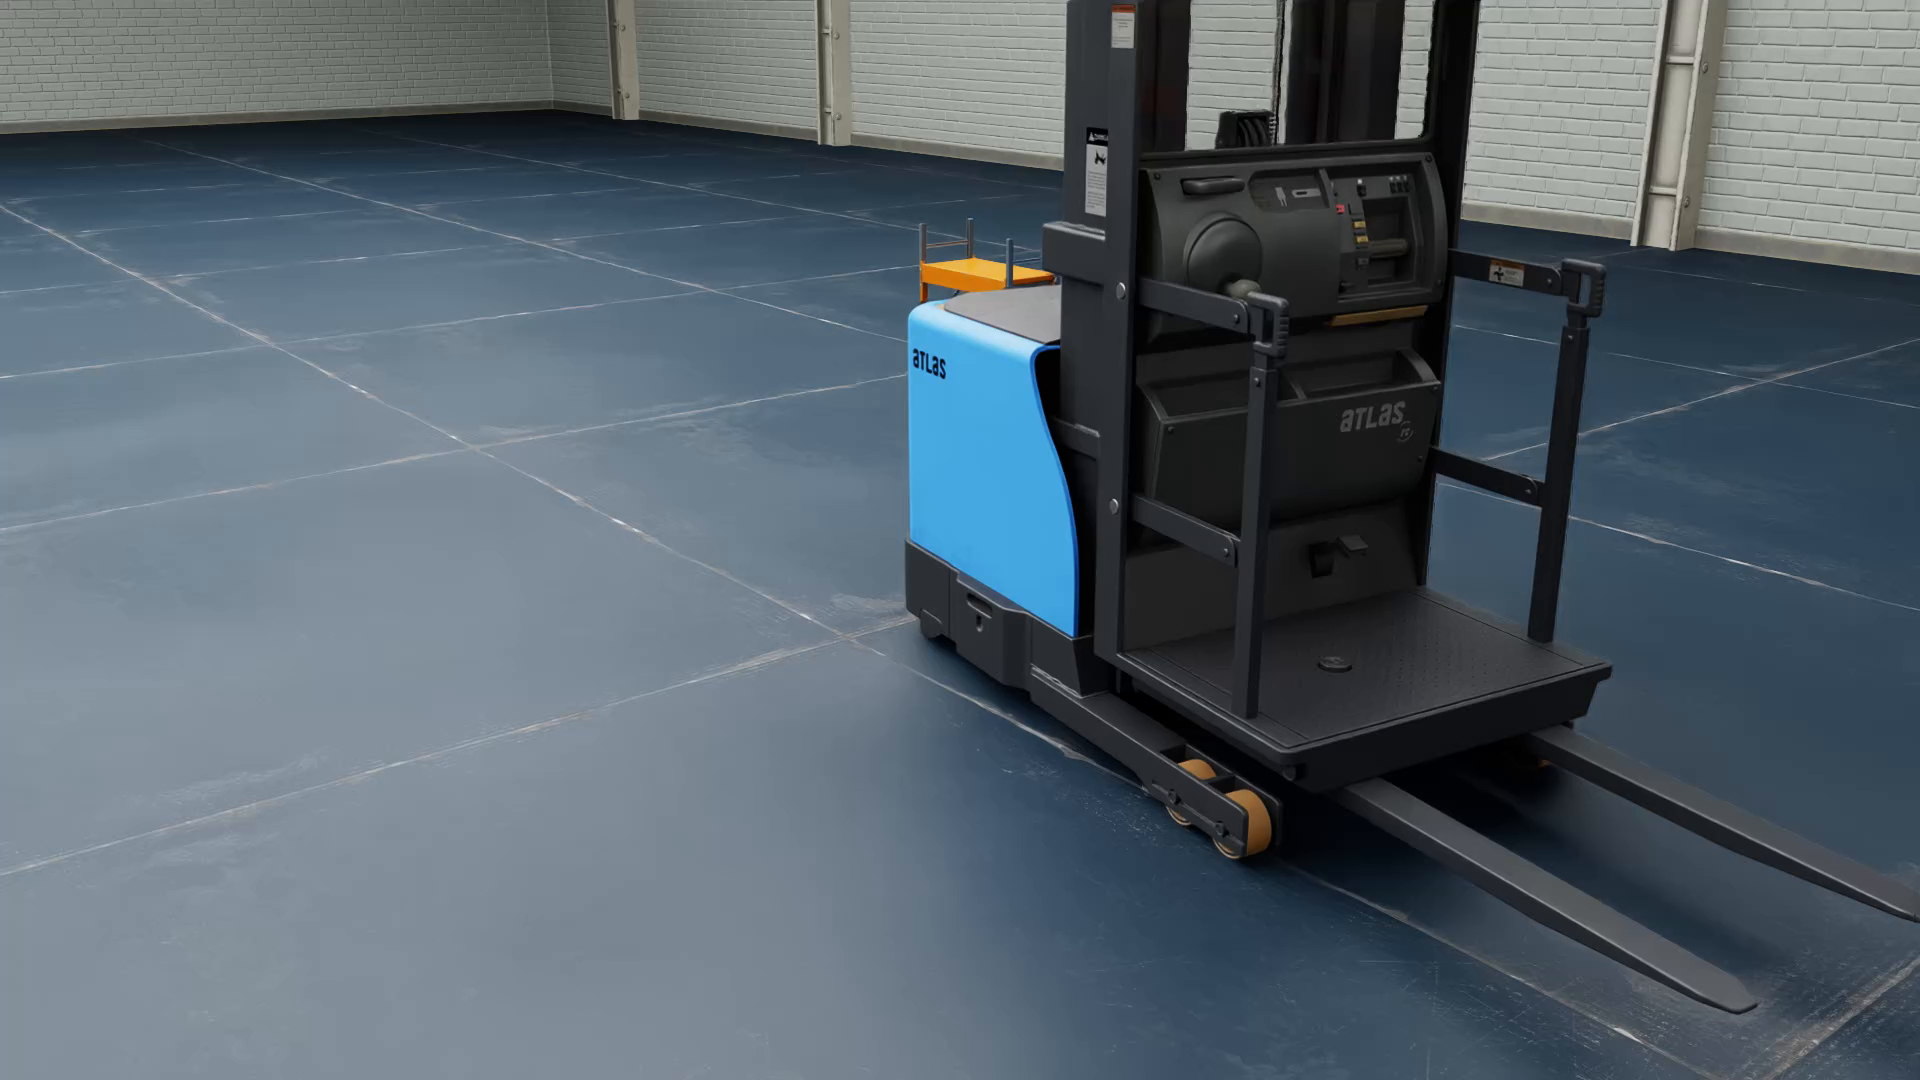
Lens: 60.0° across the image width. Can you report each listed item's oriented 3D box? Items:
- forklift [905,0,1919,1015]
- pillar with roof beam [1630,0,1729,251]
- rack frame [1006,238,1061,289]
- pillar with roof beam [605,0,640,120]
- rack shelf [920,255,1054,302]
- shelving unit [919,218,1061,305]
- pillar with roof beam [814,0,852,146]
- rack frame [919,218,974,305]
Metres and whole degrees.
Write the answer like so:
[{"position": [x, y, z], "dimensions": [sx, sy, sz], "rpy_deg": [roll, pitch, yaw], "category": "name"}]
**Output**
[{"position": [0.978, -0.782, 4.060], "dimensions": [1.130, 2.935, 3.031], "rpy_deg": [-10, 21, -28], "category": "forklift"}, {"position": [2.384, -5.840, 9.684], "dimensions": [9.100, 9.000, 0.400], "rpy_deg": [-14, 23, -36], "category": "pillar with roof beam"}, {"position": [0.254, -0.469, 5.869], "dimensions": [0.240, 1.200, 0.015], "rpy_deg": [-14, 23, -36], "category": "rack frame"}, {"position": [-8.792, -10.275, 23.079], "dimensions": [9.100, 9.000, 0.400], "rpy_deg": [-14, 23, -36], "category": "pillar with roof beam"}, {"position": [0.103, -0.902, 5.927], "dimensions": [0.258, 0.148, 0.480], "rpy_deg": [-14, 23, -36], "category": "rack shelf"}, {"position": [0.103, -0.529, 6.051], "dimensions": [0.258, 1.200, 0.503], "rpy_deg": [-14, 23, -36], "category": "shelving unit"}, {"position": [-5.067, -8.797, 18.614], "dimensions": [9.100, 9.000, 0.400], "rpy_deg": [-14, 23, -36], "category": "pillar with roof beam"}, {"position": [-0.049, -0.589, 6.232], "dimensions": [0.240, 1.200, 0.015], "rpy_deg": [-14, 23, -36], "category": "rack frame"}]
